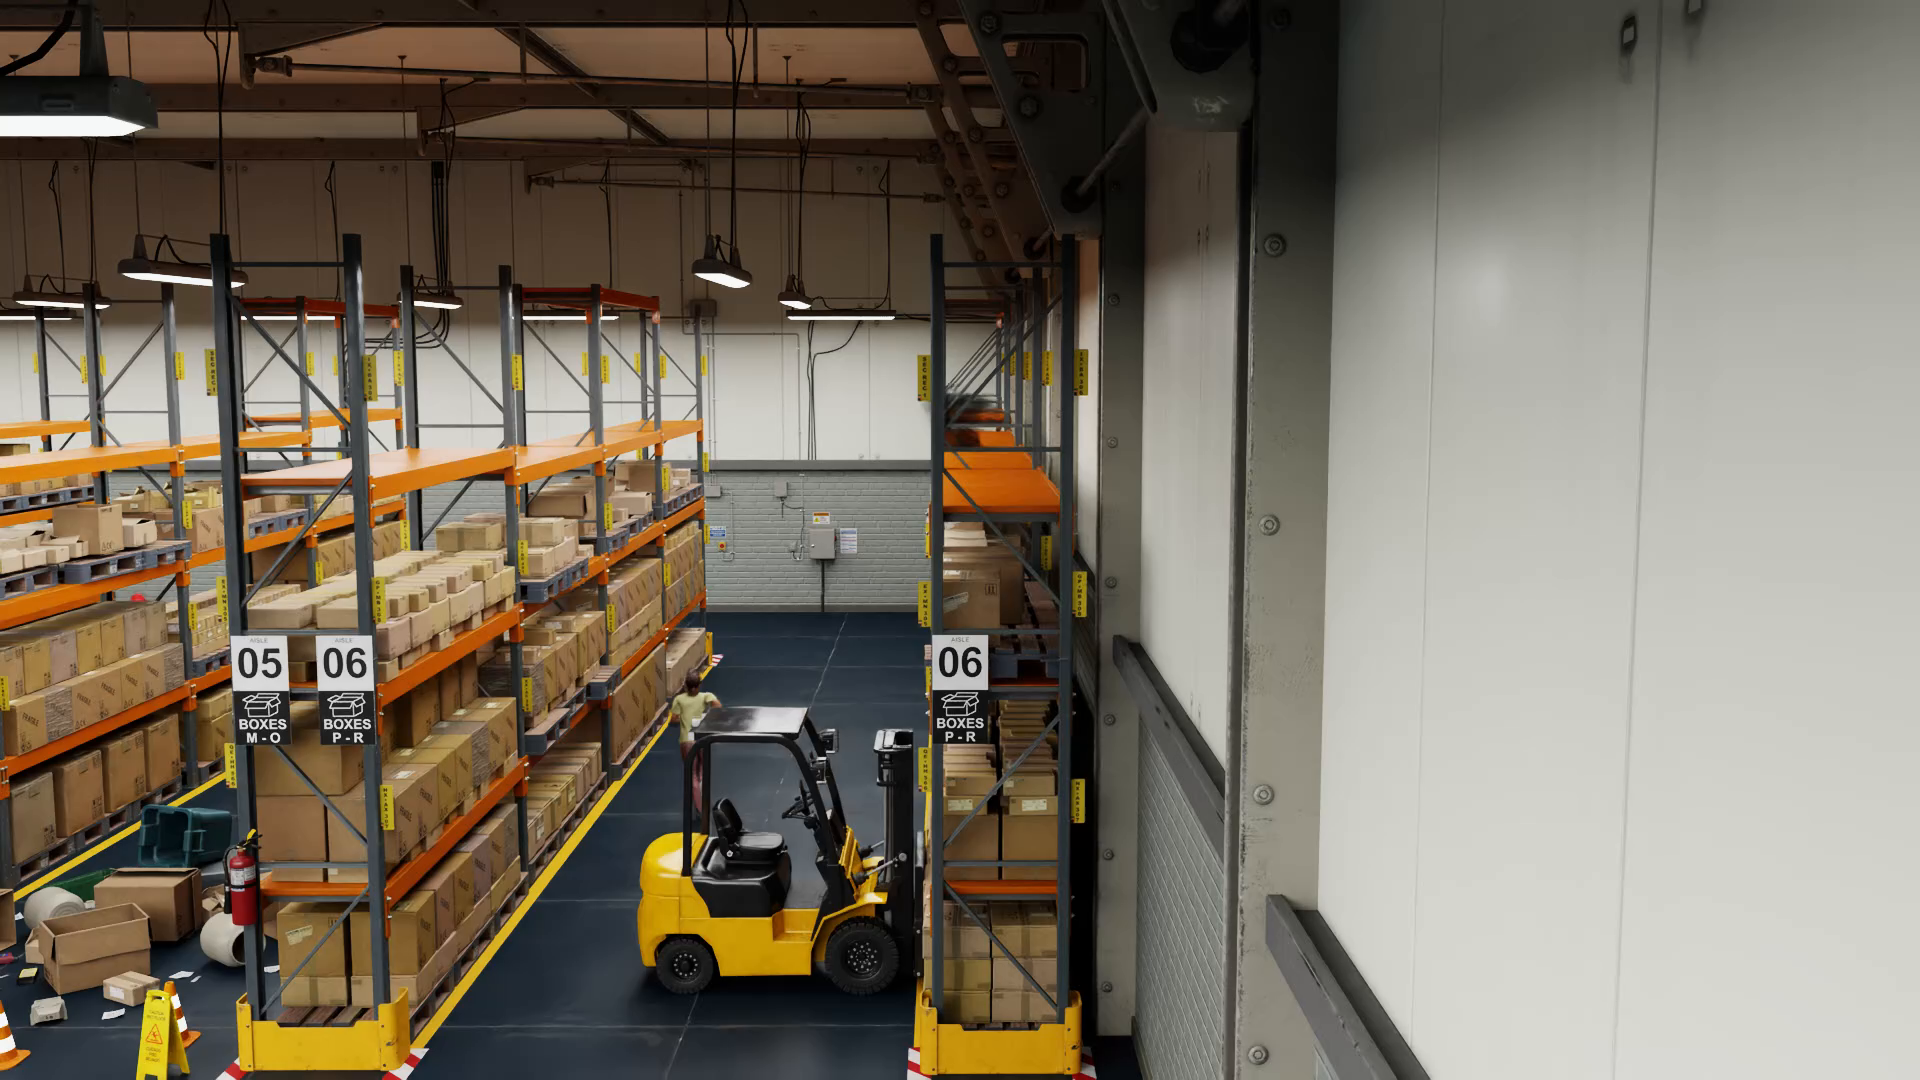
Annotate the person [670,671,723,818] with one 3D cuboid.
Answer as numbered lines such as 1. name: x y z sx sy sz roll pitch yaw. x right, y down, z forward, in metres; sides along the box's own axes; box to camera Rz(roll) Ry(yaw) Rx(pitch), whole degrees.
1. person: -2.982 2.297 18.797 0.557 1.596 0.737 -2 7 -18

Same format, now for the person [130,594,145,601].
1. person: -12.052 1.612 24.534 0.624 1.714 0.705 -2 7 -14
